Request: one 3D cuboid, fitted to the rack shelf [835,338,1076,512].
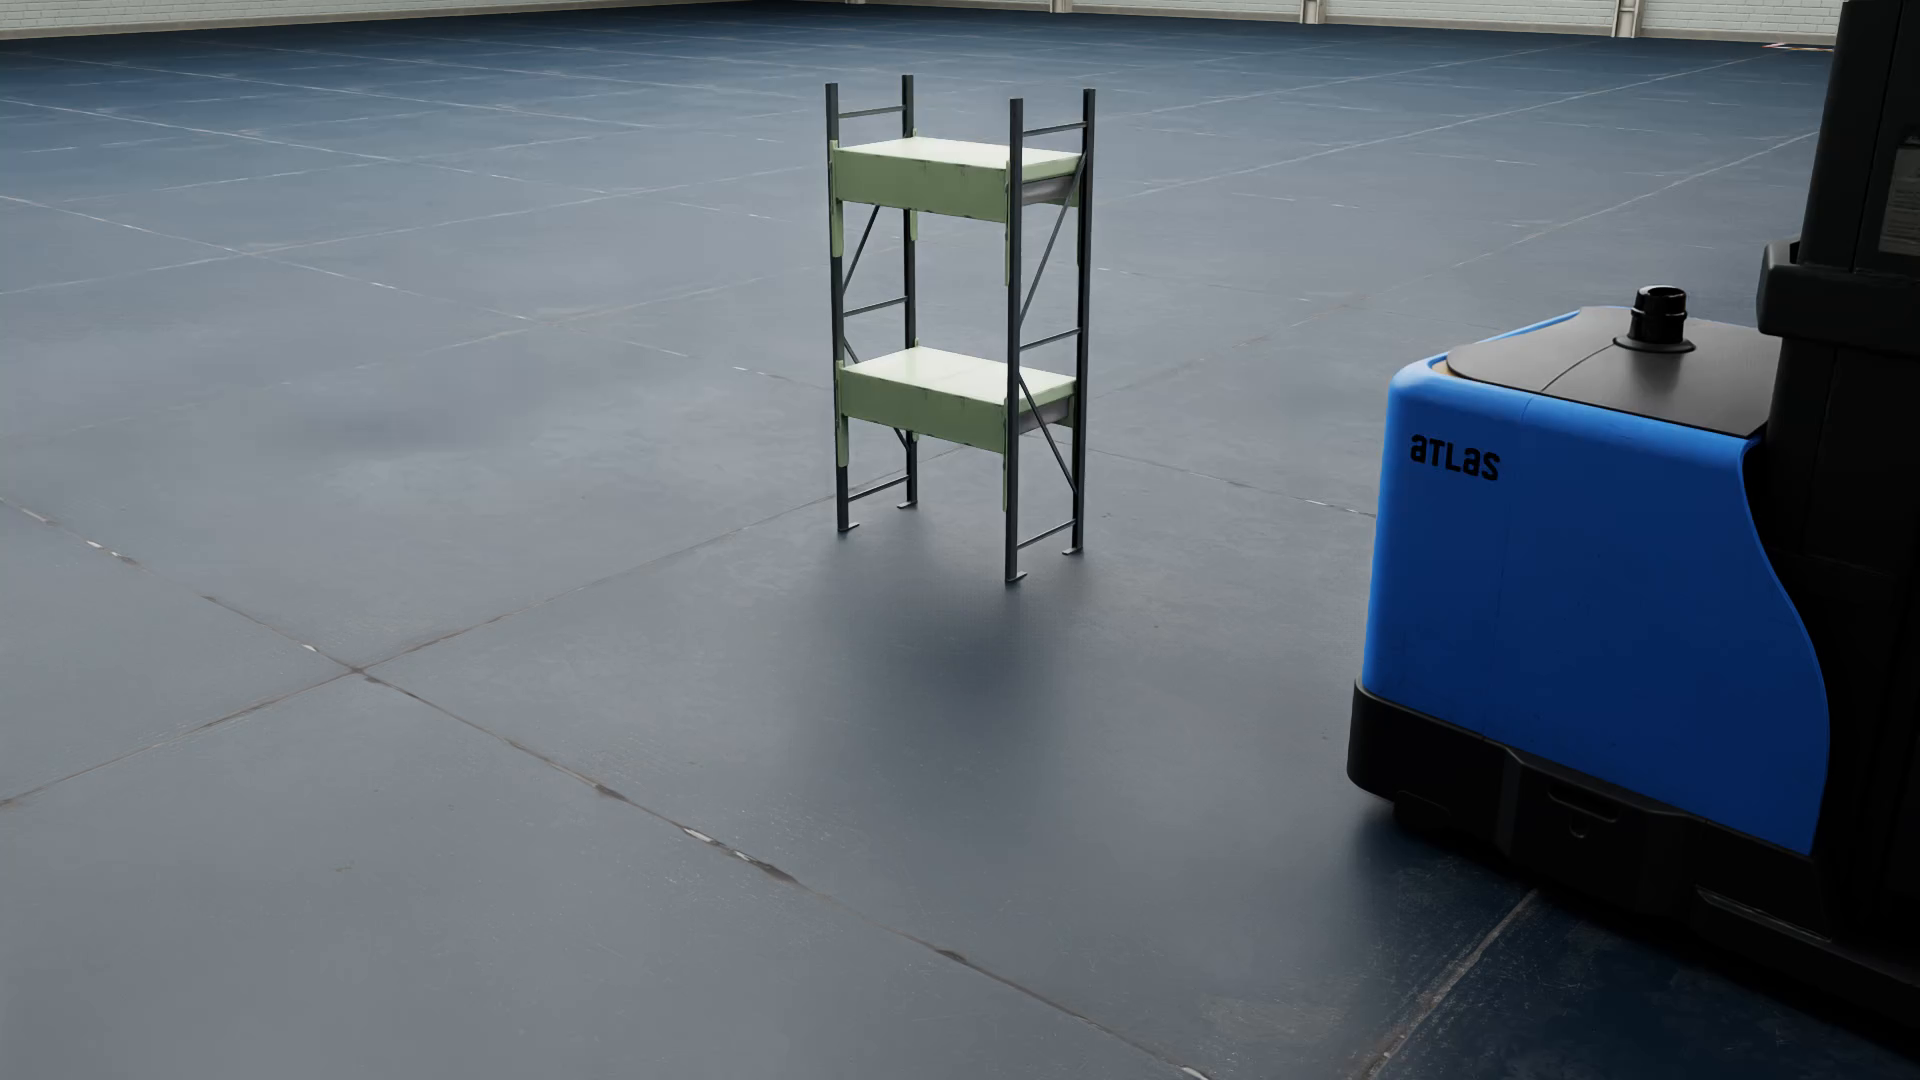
[{"bbox_3d":[-0.005,-0.398,5.523,0.720,0.370,0.431,16,26,36],"label":"rack shelf"}]

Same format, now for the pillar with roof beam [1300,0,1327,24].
[{"bbox_3d":[4.105,-13.047,27.512,0.400,9.000,9.100,16,26,36],"label":"pillar with roof beam"}]

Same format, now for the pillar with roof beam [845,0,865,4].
[{"bbox_3d":[-5.191,-15.724,34.611,0.400,9.000,9.100,16,26,36],"label":"pillar with roof beam"}]

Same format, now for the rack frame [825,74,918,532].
[{"bbox_3d":[-0.289,-0.785,5.624,0.023,1.500,0.400,16,26,36],"label":"rack frame"}]

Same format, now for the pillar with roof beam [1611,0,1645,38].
[{"bbox_3d":[8.754,-11.708,23.962,0.400,9.000,9.100,16,26,36],"label":"pillar with roof beam"}]

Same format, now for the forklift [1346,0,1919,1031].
[{"bbox_3d":[2.305,-0.483,2.795,1.130,2.935,3.031,-19,28,-40],"label":"forklift"}]

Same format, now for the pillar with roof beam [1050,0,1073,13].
[{"bbox_3d":[-0.543,-14.385,31.062,0.400,9.000,9.100,16,26,36],"label":"pillar with roof beam"}]

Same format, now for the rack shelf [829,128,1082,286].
[{"bbox_3d":[-0.005,-1.068,5.270,0.720,0.370,0.431,16,26,36],"label":"rack shelf"}]

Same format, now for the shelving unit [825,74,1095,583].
[{"bbox_3d":[-0.005,-0.703,5.407,0.755,1.500,0.431,16,26,36],"label":"shelving unit"}]

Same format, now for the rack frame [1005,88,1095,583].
[{"bbox_3d":[0.278,-0.622,5.191,0.023,1.500,0.400,16,26,36],"label":"rack frame"}]
